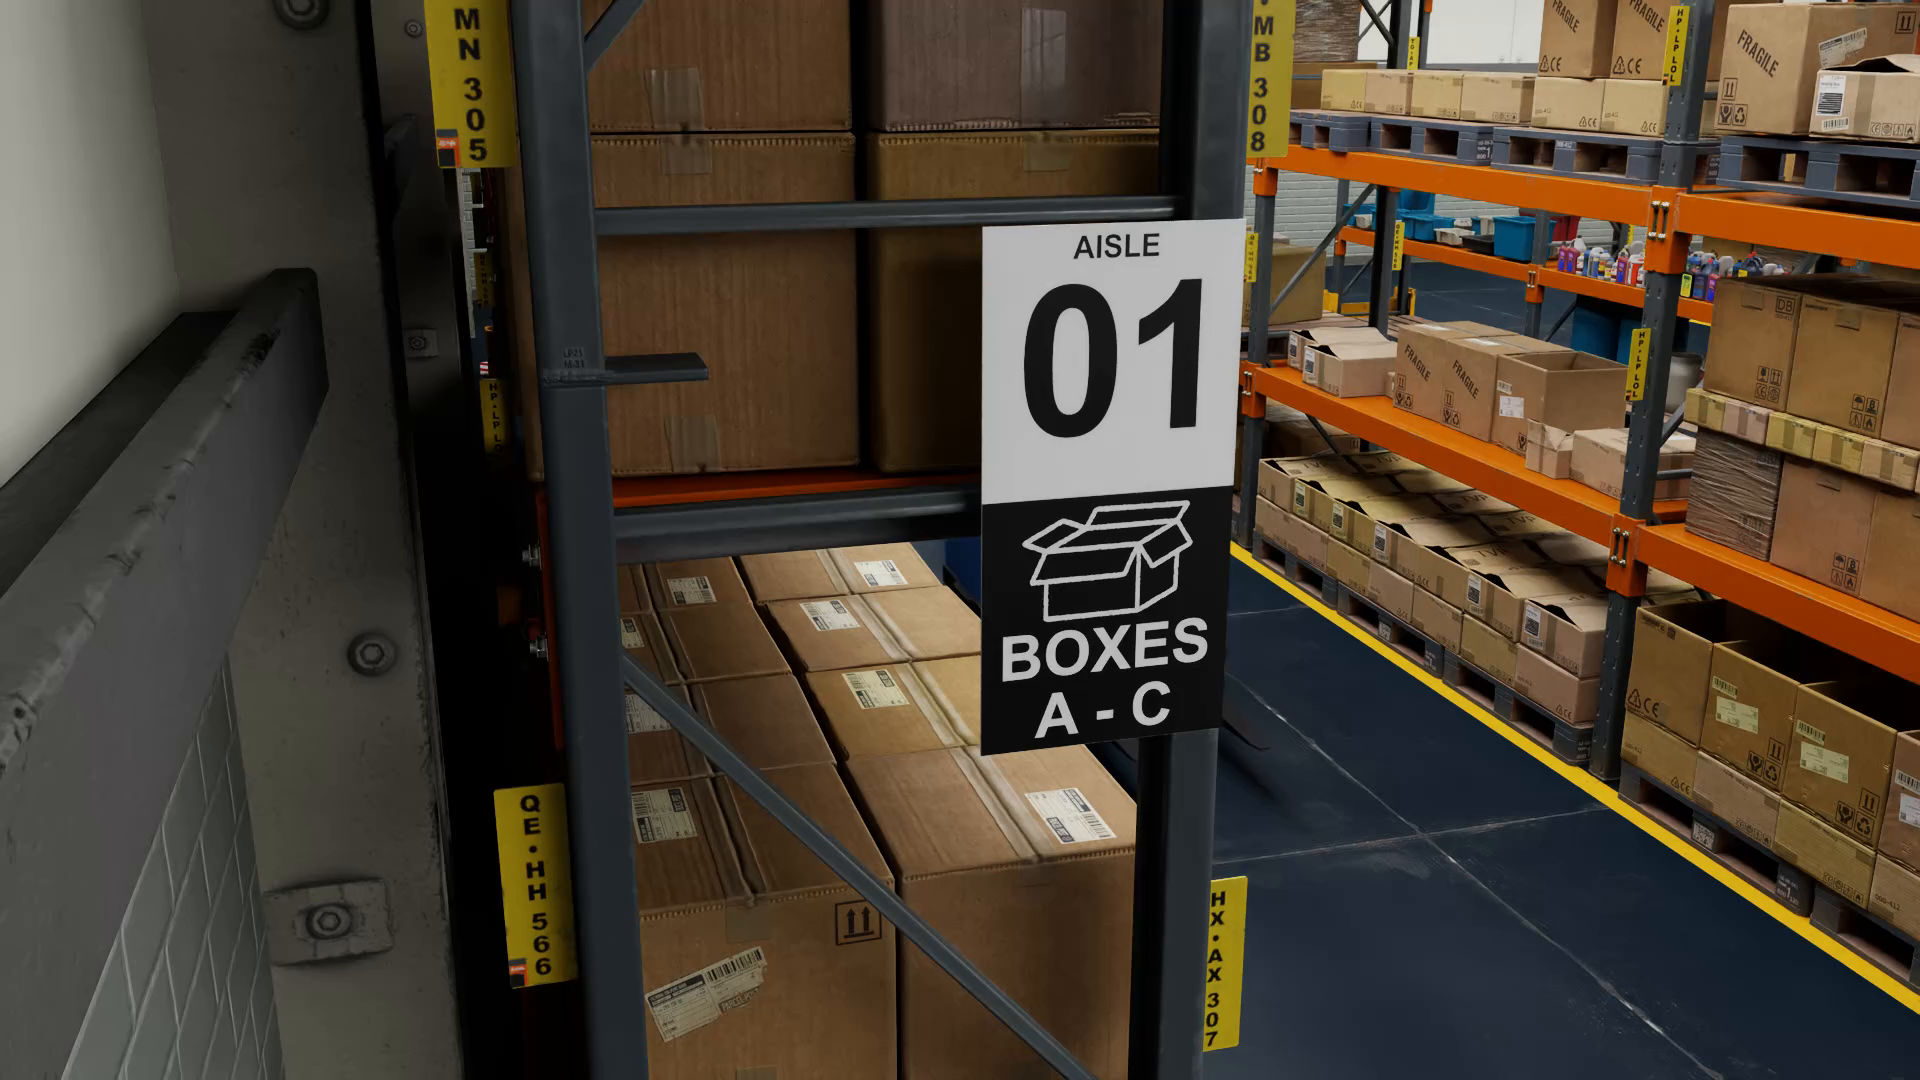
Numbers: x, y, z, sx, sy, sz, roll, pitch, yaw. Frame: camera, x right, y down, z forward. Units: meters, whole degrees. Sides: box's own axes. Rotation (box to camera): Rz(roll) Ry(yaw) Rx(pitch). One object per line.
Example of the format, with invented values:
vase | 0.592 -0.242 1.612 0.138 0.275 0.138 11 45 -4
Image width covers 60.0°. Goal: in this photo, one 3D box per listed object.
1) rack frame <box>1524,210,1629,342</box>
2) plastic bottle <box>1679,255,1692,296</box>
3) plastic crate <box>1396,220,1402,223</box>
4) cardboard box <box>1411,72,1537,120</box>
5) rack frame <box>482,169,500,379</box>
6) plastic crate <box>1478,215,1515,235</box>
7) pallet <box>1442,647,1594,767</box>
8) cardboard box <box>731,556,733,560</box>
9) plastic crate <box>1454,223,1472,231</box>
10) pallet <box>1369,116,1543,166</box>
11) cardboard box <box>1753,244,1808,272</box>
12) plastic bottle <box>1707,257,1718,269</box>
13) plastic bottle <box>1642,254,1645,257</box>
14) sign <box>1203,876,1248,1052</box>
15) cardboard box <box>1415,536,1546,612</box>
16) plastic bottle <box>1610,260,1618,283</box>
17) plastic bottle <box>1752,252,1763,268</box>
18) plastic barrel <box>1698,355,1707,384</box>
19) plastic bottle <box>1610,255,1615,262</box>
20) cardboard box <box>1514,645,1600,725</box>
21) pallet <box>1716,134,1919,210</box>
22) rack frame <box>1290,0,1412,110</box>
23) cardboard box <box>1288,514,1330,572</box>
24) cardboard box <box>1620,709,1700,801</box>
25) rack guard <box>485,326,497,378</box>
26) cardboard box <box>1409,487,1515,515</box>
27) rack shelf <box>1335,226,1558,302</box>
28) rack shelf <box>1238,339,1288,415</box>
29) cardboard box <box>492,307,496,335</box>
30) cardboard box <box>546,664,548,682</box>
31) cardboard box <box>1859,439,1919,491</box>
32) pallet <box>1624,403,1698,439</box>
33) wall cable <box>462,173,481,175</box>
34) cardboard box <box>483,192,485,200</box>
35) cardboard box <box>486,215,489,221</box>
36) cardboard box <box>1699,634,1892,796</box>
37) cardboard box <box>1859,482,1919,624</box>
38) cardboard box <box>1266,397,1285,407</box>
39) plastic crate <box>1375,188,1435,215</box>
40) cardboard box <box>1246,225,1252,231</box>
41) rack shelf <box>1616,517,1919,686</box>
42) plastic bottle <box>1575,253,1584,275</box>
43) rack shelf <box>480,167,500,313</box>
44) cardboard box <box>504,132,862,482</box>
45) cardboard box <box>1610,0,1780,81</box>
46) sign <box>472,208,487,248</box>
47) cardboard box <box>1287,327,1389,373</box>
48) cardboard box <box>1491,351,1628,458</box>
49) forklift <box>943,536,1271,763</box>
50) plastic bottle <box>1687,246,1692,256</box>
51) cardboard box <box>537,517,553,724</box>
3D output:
rack frame | 6.140 -2.921 16.463 1.000 3.000 0.127 -5 17 -15
plastic bottle | 6.313 -2.321 14.550 0.144 0.351 0.185 -5 17 -15
plastic crate | 4.987 -3.553 18.920 0.250 0.136 0.298 -5 17 -15
cardboard box | 2.962 -2.566 9.598 0.500 0.250 0.500 -5 17 -16
rack frame | -3.386 -2.138 13.855 1.000 3.000 0.127 -5 17 -15
plastic crate | 5.897 -3.330 17.926 0.437 0.282 0.530 -5 17 -15
pallet | 3.335 0.817 8.865 1.003 0.211 1.213 -5 17 -15
cardboard box | -0.489 0.162 5.121 0.500 0.500 0.500 -5 17 -17
plastic crate | 5.704 -3.482 18.684 0.298 0.136 0.250 -5 17 -15
pallet | 3.058 -2.281 9.445 1.003 0.211 1.213 -4 17 -13
cardboard box | 10.306 -3.180 20.289 0.875 0.875 0.875 -5 17 -15
plastic bottle | 6.784 -2.419 15.015 0.097 0.271 0.097 0 17 0
plastic bottle | 6.595 -2.671 15.975 0.097 0.201 0.097 0 17 0
sign | 0.434 0.724 2.824 0.100 0.325 0.005 -5 17 -15
cardboard box | 2.904 0.158 9.285 0.500 0.311 0.500 -5 17 -15
plastic bottle | 6.060 -2.479 15.335 0.097 0.201 0.097 0 17 0
plastic bottle | 7.010 -2.365 14.695 0.144 0.351 0.185 -5 17 -15
plastic barrel | 6.778 -1.307 14.552 0.600 0.588 0.708 -5 17 -15
plastic bottle | 6.116 -2.582 15.678 0.097 0.201 0.097 0 17 0
cardboard box | 3.182 0.706 8.437 0.500 0.250 0.500 -5 17 -16
pallet | 3.834 -1.478 6.599 1.003 0.211 1.213 -5 17 -15
rack frame | 2.475 -4.297 10.616 1.000 3.000 0.127 -5 17 -15
cardboard box | 2.476 -0.001 10.792 0.500 0.250 0.500 -5 17 -17
cardboard box | 3.411 0.950 7.624 0.500 0.250 0.500 -5 17 -15
rack guard | -4.492 -2.054 17.921 1.175 0.500 0.348 -5 17 -15
cardboard box | 3.141 -0.169 10.374 0.500 0.311 0.500 -5 17 -16
rack shelf | 5.590 -3.130 18.408 1.077 0.370 4.000 -5 17 -15
rack shelf | 1.926 -1.633 13.425 1.077 0.370 4.000 -5 17 -15
cardboard box | -3.084 -1.764 11.886 0.500 0.500 0.500 -4 17 -14
cardboard box | -1.111 0.424 5.554 0.500 0.250 0.500 -5 18 -17
cardboard box | 3.744 -0.304 6.449 0.380 0.149 0.250 -5 18 -17
pallet | 6.651 -1.031 15.017 1.003 0.211 1.213 -5 17 -15
wall cable | -5.696 -6.223 22.425 3.097 2.526 0.112 -5 17 -15
cardboard box | -4.335 -3.248 17.029 0.980 0.700 0.700 -4 17 -13
cardboard box | -3.217 -2.267 12.255 0.500 0.250 0.500 -5 18 -17
cardboard box | 3.546 0.730 7.055 0.500 0.500 0.500 -5 17 -15
cardboard box | 3.988 0.041 6.428 0.700 0.500 0.500 -4 17 -14
cardboard box | 2.343 -0.870 13.214 0.500 0.500 0.500 -5 17 -16
plastic crate | 5.312 -3.995 19.873 0.616 0.435 0.499 -5 17 -15
cardboard box | 1.921 -2.296 13.477 0.700 0.500 0.500 -10 19 -29
rack shelf | 4.124 0.580 6.058 1.077 0.370 4.000 -5 17 -15
plastic bottle | 5.916 -2.624 15.817 0.097 0.201 0.097 0 17 0
rack shelf | -1.737 -1.570 8.002 1.077 0.370 4.000 -5 17 -15
cardboard box | -0.446 -0.408 2.674 0.500 0.500 0.500 -3 17 -11
cardboard box | 3.443 -2.417 7.796 0.500 0.500 0.500 -4 17 -15
sign | -3.919 -2.546 13.572 0.100 0.325 0.005 -5 17 -15
cardboard box | 2.533 -1.277 11.146 0.500 0.311 0.500 -4 17 -12
cardboard box | 3.235 -0.725 8.978 0.500 0.500 0.500 -3 17 -11
forklift | 0.765 -0.600 8.854 1.130 2.935 3.031 -4 17 -14
plastic bottle | 6.758 -2.618 15.540 0.144 0.351 0.185 -5 17 -15
cardboard box | -0.989 0.206 4.974 0.500 0.500 0.500 -4 17 -14
